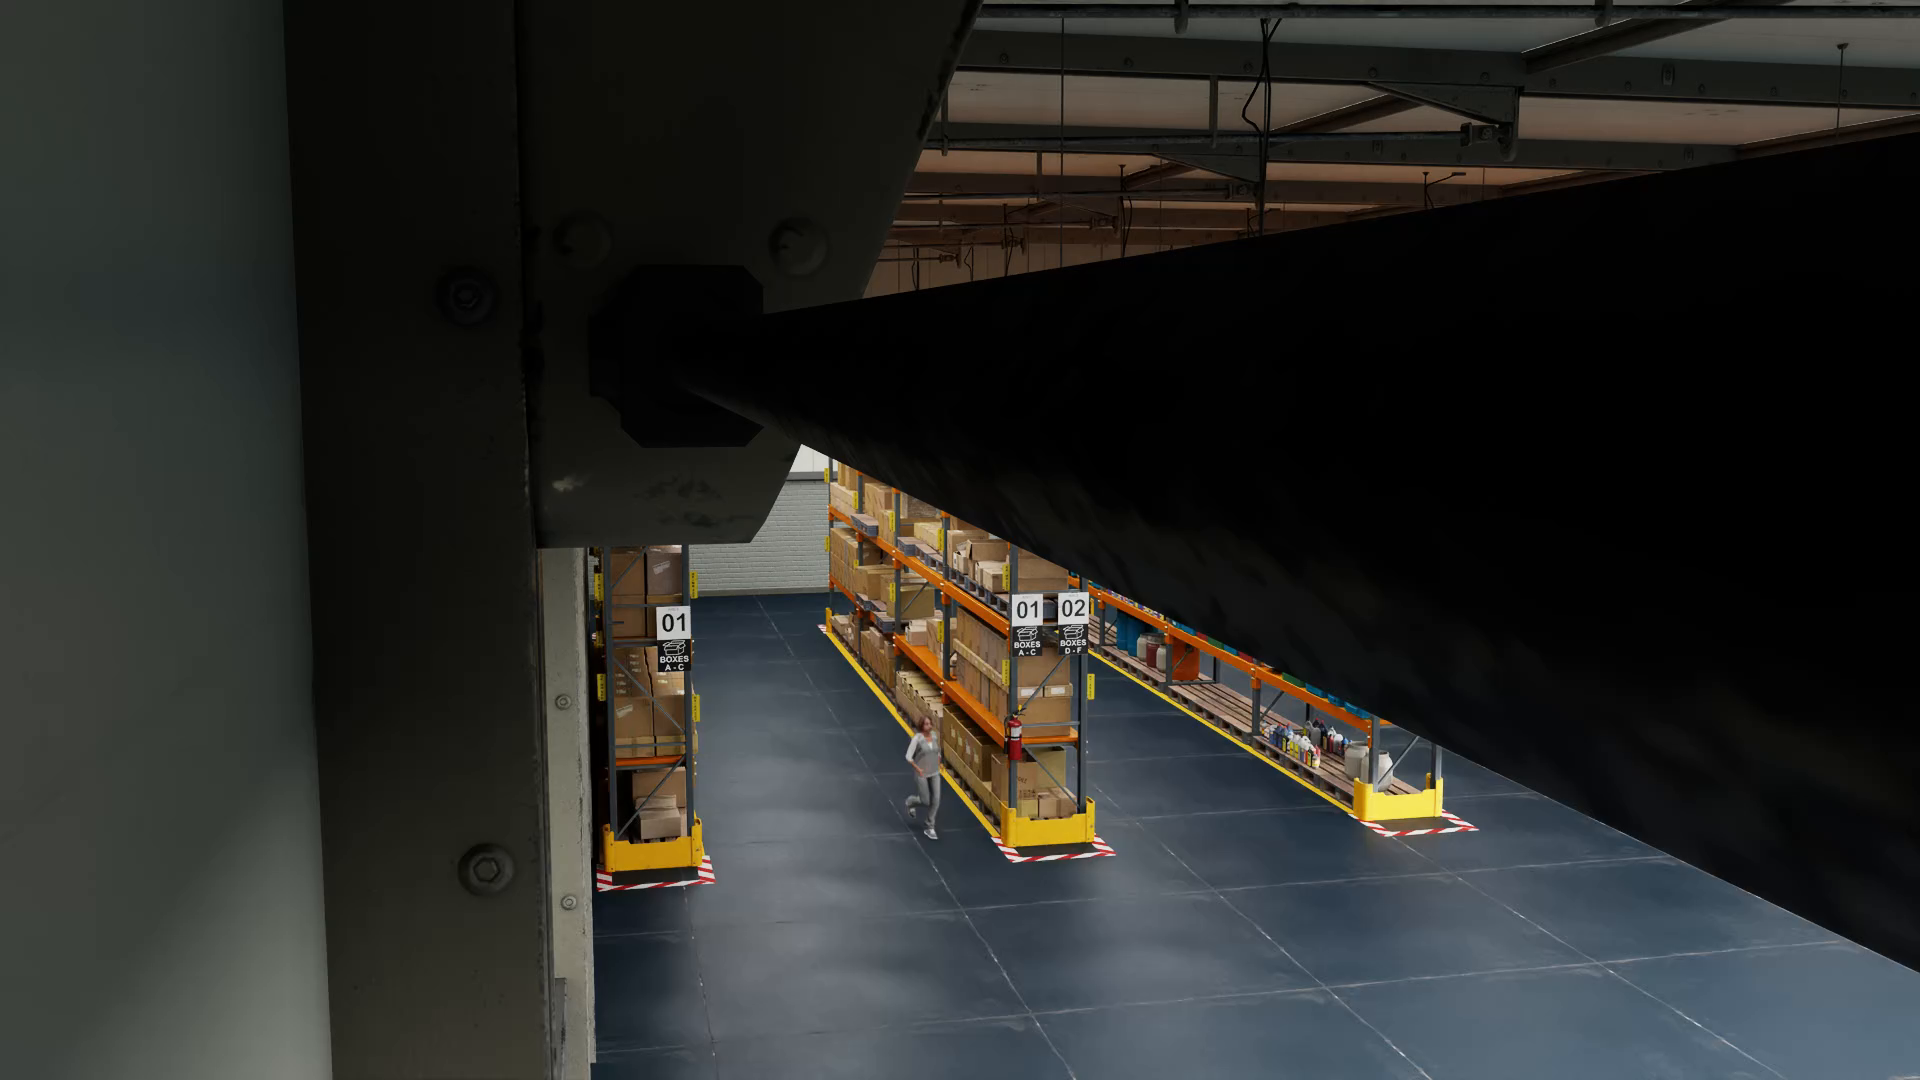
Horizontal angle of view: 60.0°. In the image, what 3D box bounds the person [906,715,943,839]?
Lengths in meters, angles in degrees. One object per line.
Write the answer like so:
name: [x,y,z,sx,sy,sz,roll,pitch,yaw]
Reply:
person: [-0.455,3.033,21.465,0.536,1.561,0.664,-4,8,-30]
